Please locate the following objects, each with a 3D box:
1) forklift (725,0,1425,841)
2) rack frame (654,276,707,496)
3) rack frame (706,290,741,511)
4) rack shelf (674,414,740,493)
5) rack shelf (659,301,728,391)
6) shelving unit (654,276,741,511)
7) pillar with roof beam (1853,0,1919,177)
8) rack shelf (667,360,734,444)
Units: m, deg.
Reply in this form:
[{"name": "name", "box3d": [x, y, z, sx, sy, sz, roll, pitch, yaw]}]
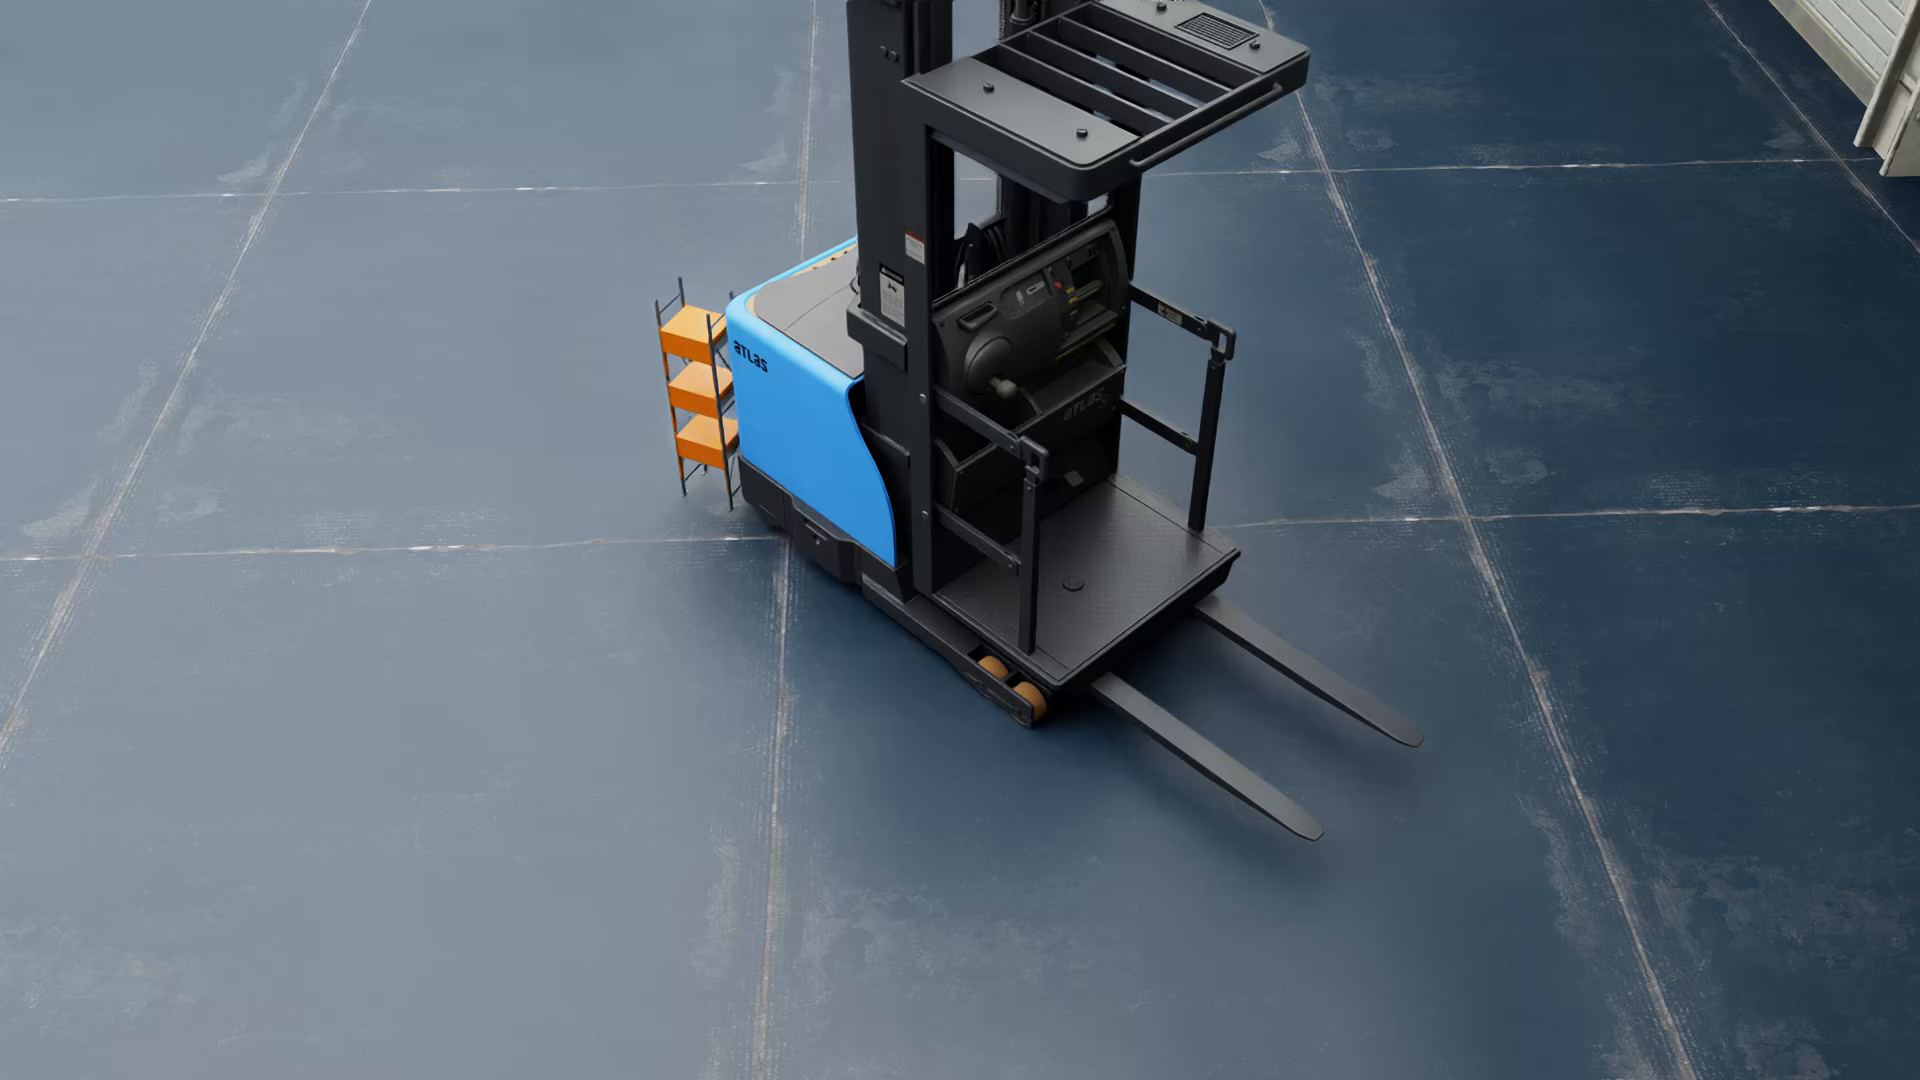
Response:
[{"name": "forklift", "box3d": [0.420, -0.760, 5.910, 1.130, 2.935, 3.031, -33, 52, -31]}, {"name": "rack frame", "box3d": [-1.199, -0.645, 7.177, 0.008, 1.050, 0.200, 17, 45, 18]}, {"name": "rack frame", "box3d": [-0.977, -0.576, 7.102, 0.008, 1.050, 0.200, 17, 45, 18]}, {"name": "rack shelf", "box3d": [-1.088, -0.398, 7.334, 0.240, 0.259, 0.215, 17, 45, 18]}, {"name": "rack shelf", "box3d": [-1.088, -0.812, 6.955, 0.240, 0.259, 0.215, 17, 45, 18]}, {"name": "shelving unit", "box3d": [-1.088, -0.611, 7.139, 0.252, 1.050, 0.215, 17, 45, 18]}, {"name": "pillar with roof beam", "box3d": [1.130, -5.413, 6.495, 9.100, 9.000, 0.400, -2, 43, -2]}, {"name": "rack shelf", "box3d": [-1.088, -0.603, 7.146, 0.240, 0.259, 0.215, 17, 45, 18]}]
